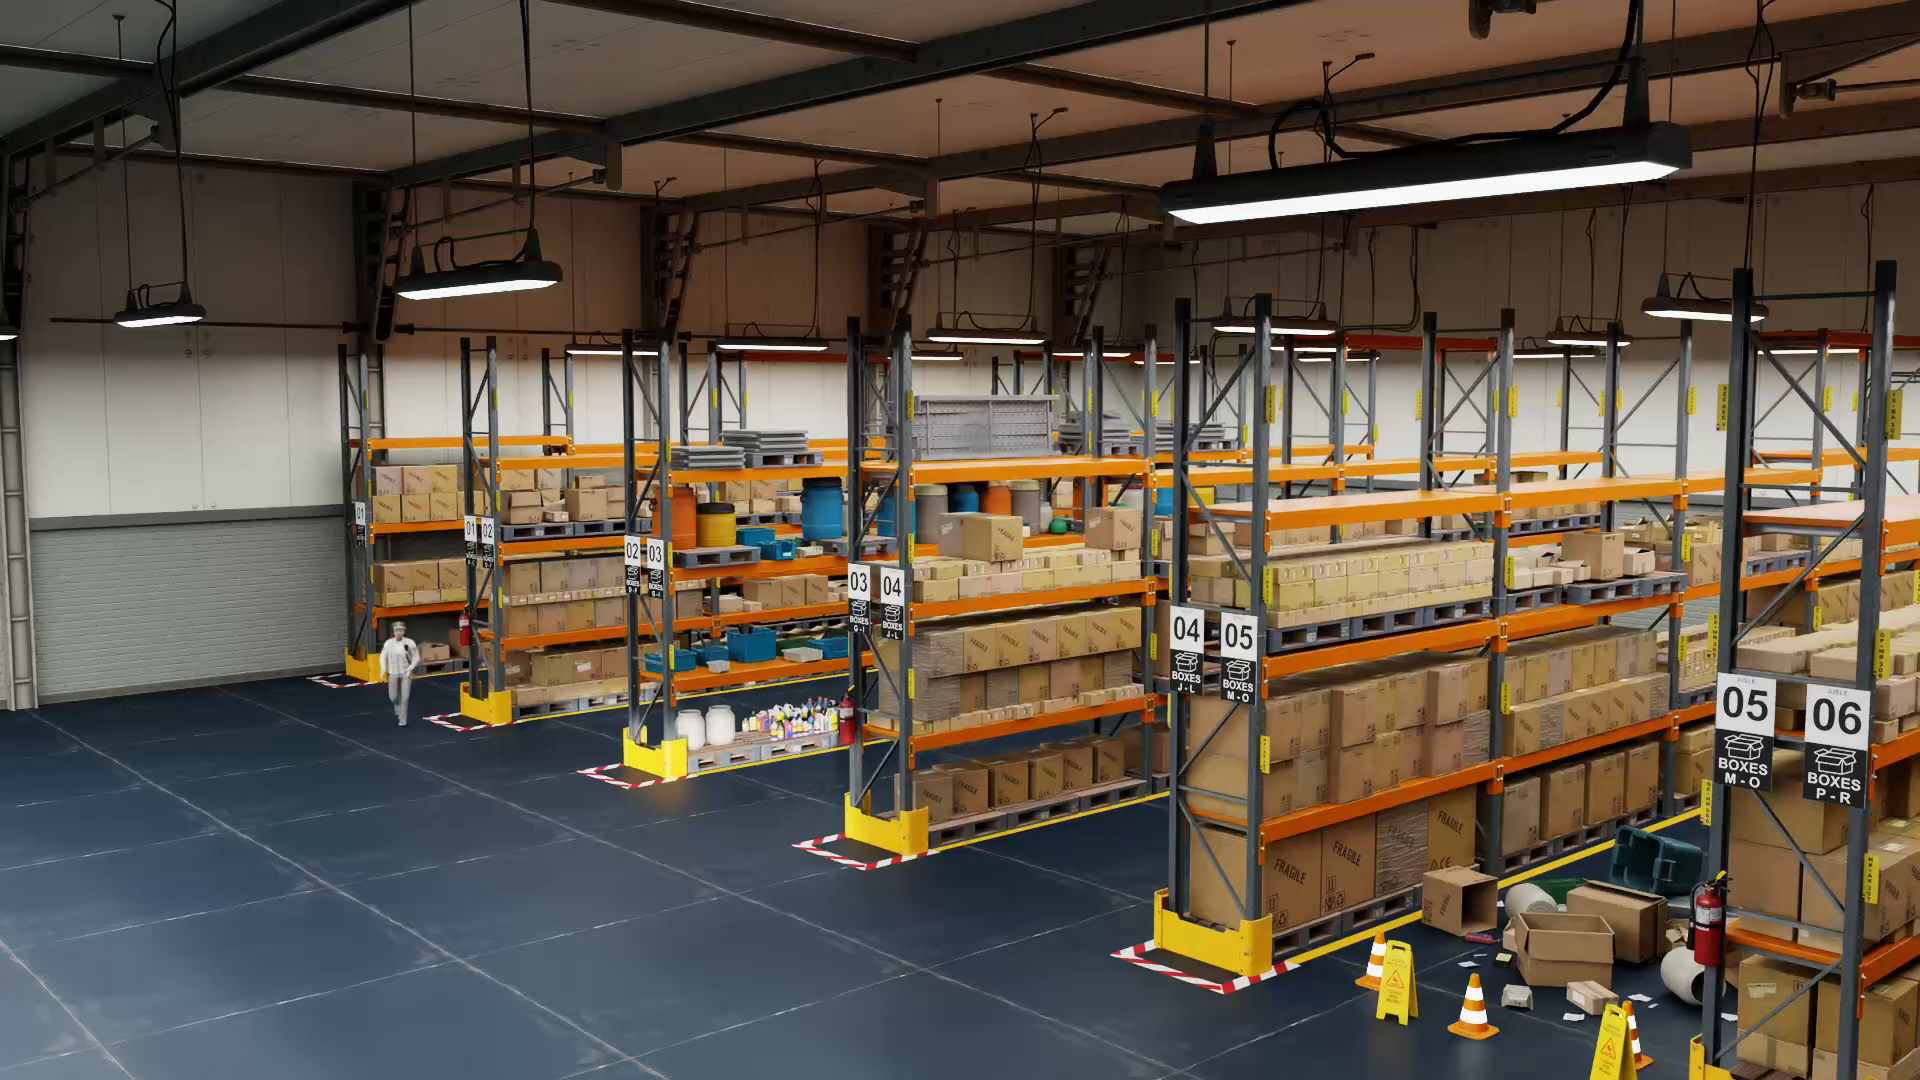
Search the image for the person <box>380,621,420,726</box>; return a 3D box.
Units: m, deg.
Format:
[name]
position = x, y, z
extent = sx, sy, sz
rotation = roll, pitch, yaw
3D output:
[person]
position = -8.646, 2.054, 25.669
extent = 0.612, 1.635, 0.583
rotation = -1, 5, -10
